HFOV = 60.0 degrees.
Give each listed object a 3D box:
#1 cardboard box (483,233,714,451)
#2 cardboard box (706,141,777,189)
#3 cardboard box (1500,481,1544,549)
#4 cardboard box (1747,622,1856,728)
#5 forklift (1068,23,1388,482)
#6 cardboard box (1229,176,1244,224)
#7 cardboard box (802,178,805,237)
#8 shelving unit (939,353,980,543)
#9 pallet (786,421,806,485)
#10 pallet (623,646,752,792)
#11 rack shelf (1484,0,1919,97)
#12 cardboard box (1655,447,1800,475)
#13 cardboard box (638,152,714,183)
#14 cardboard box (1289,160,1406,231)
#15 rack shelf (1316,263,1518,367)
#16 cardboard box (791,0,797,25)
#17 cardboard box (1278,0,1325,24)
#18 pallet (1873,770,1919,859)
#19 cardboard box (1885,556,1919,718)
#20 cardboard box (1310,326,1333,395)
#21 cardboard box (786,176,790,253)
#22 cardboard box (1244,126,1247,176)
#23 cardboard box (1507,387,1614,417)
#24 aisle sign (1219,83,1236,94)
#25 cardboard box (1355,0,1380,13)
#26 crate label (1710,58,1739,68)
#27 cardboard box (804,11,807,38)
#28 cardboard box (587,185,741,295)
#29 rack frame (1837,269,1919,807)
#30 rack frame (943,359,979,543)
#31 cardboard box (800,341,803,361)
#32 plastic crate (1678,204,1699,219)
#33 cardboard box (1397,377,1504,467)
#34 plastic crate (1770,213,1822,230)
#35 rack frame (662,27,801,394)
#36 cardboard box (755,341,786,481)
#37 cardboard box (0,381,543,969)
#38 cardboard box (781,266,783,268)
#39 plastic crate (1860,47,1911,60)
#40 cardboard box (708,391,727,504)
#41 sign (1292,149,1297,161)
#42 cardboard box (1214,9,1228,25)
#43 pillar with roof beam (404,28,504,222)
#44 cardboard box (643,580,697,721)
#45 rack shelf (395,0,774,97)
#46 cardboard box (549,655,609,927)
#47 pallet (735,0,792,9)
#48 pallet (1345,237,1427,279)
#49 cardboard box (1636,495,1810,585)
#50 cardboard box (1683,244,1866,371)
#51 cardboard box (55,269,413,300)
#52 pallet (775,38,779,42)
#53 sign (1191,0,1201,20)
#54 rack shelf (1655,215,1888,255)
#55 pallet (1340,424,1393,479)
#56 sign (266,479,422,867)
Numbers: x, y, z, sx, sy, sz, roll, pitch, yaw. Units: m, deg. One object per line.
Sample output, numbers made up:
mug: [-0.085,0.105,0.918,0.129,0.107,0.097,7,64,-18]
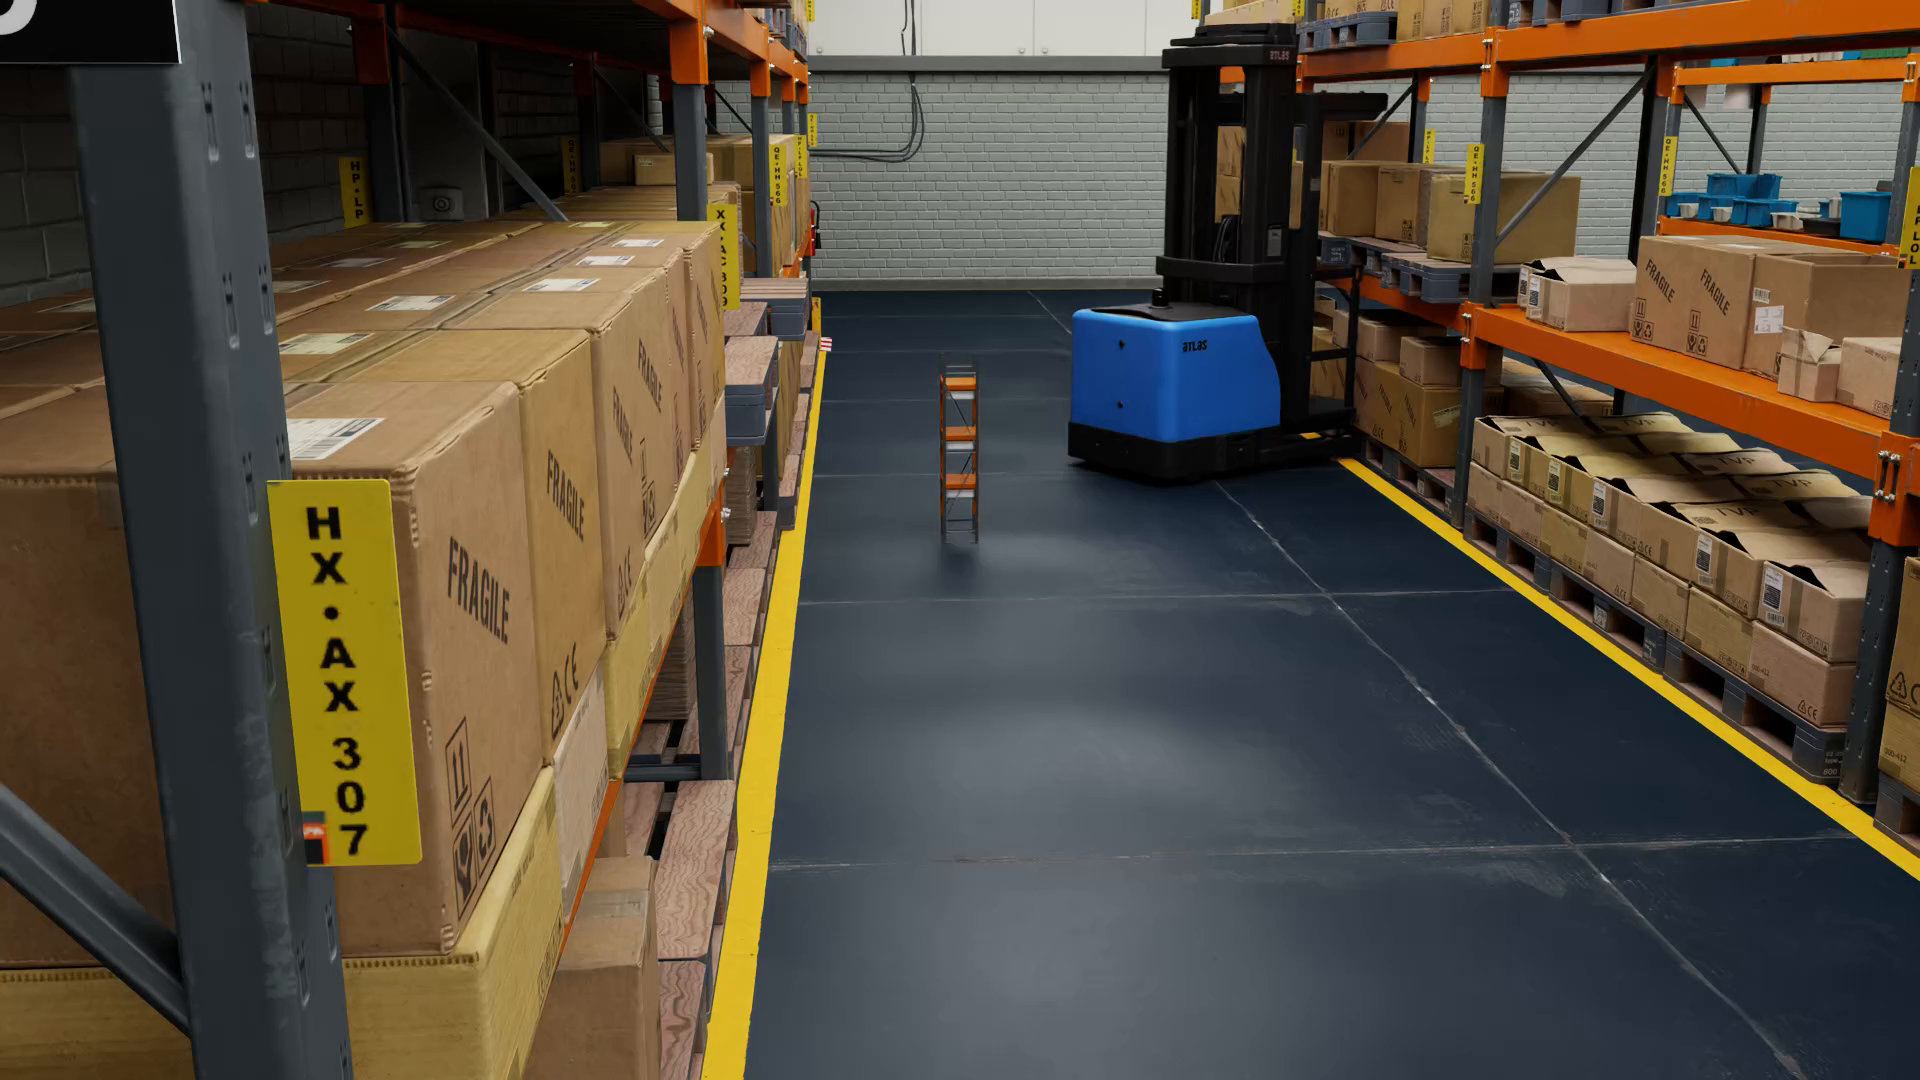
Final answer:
cardboard box: [-0.911,-0.519,4.281,0.500,0.500,0.500,-1,14,-4]
cardboard box: [-1.306,-2.140,9.482,0.500,0.250,0.500,-1,14,-2]
cardboard box: [3.181,-0.140,8.727,0.500,0.250,0.500,-1,14,-5]
cardboard box: [3.343,0.496,6.254,0.500,0.250,0.500,-1,14,-4]
forklift: [2.231,-2.068,11.683,3.031,2.935,1.130,-11,18,-35]
cardboard box: [2.774,-3.074,15.255,0.500,0.500,0.500,-1,14,-3]
cardboard box: [-1.894,-3.089,14.909,0.980,0.700,0.700,-2,15,-6]
shelving unit: [-0.003,-0.522,9.447,0.215,1.050,0.252,-1,14,-3]
pallet: [-1.580,-0.600,11.436,1.003,0.211,1.213,-1,14,-3]
pallet: [-1.336,0.701,6.379,1.003,0.211,1.213,-1,14,-3]
rack shelf: [3.534,-2.135,7.229,1.077,0.370,4.000,-1,14,-3]
cardboard box: [3.755,-0.290,8.185,0.500,0.311,0.500,-1,14,-4]
cardboard box: [-1.483,-1.941,8.666,0.380,0.149,0.250,-3,15,-11]
cardboard box: [2.968,-2.654,12.777,0.700,0.500,0.500,-6,16,-22]
rack shelf: [3.286,-1.677,11.469,1.077,0.370,4.000,-1,14,-3]
cardboard box: [-1.561,-4.253,13.276,0.500,0.250,0.500,-1,14,-4]
cardboard box: [2.861,-4.262,13.349,0.500,0.250,0.500,-1,14,-3]
pallet: [3.665,1.015,5.156,1.003,0.211,1.213,-1,14,-3]
cardboard box: [3.374,0.352,5.310,0.500,0.500,0.500,-1,14,-3]
cardboard box: [2.949,-1.401,13.087,0.500,0.500,0.500,-2,15,-6]
cardboard box: [-1.401,-2.161,11.068,0.500,0.500,0.500,0,14,-2]
cardboard box: [2.807,-3.430,14.631,0.500,0.500,0.500,-1,14,-3]
cardboard box: [3.667,-0.648,10.160,0.500,0.500,0.500,0,14,-1]
aisle sign: [2.617,-4.789,16.904,0.394,0.787,0.004,-1,14,-3]
cardboard box: [3.184,-3.984,11.726,0.600,0.600,0.600,-1,14,-4]
crate label: [7.593,-4.740,16.206,0.408,0.251,0.502,-1,14,-3]
cardboard box: [-1.719,-4.894,15.767,0.500,0.250,0.500,0,14,-2]
cardboard box: [-1.433,-1.457,8.086,0.700,0.500,0.500,-2,15,-9]
rack frame: [3.658,-0.533,5.580,1.000,3.000,0.127,-1,14,-3]
rack frame: [0.004,-0.491,9.329,0.200,1.050,0.008,-1,14,-3]
cardboard box: [-1.783,-1.879,14.982,0.700,0.500,0.500,-1,14,-2]
plastic crate: [7.482,-3.347,16.925,0.250,0.136,0.298,-1,14,-3]
cardboard box: [3.118,-0.760,10.593,0.500,0.500,0.500,0,14,-1]
plastic crate: [7.698,-2.928,15.297,0.293,0.136,0.466,-1,14,-3]
rack frame: [-1.782,-2.446,13.012,1.000,3.000,0.127,-1,14,-3]
cardboard box: [-1.448,-0.798,10.080,0.750,0.750,0.750,-1,14,-4]
cardboard box: [-0.768,0.115,1.815,0.500,0.500,0.500,-1,14,-3]
cardboard box: [-1.444,-2.000,11.743,0.380,0.149,0.250,-1,14,-3]
plastic crate: [7.778,-4.049,13.650,0.450,0.188,0.662,-1,14,-3]
cardboard box: [-0.954,-0.280,4.856,0.500,0.250,0.500,-1,14,-3]
sign: [2.621,-2.932,13.165,0.100,0.325,0.005,-1,14,-3]
cardboard box: [2.710,-4.884,15.766,0.500,0.250,0.500,-1,14,-3]
pillar with roof beam: [1.980,-4.086,7.348,9.100,9.000,0.400,-1,14,-3]
cardboard box: [-1.348,0.359,6.246,0.700,0.500,0.500,0,14,-2]
rack shelf: [-1.410,-2.058,6.928,1.077,0.370,4.000,-1,14,-3]
cardboard box: [-0.798,0.346,2.421,0.500,0.250,0.500,-1,14,-5]
pallet: [-1.285,-2.231,6.534,1.213,0.211,1.003,-1,14,-3]
pallet: [3.285,-1.919,11.350,1.003,0.211,1.213,-1,14,-3]
cardboard box: [3.280,-0.027,7.160,0.500,0.311,0.500,-1,14,-4]
cardboard box: [3.563,-1.029,7.304,0.500,0.500,0.500,-1,14,-3]
cardboard box: [-1.368,-0.255,3.252,0.500,0.500,0.500,-1,14,-3]
pallet: [-1.699,-3.249,10.495,1.003,0.211,1.213,0,14,-1]
sign: [2.373,-5.385,16.664,0.100,0.325,0.005,-1,14,-3]
rack shelf: [7.982,-2.748,15.629,1.077,0.370,4.000,-1,14,-3]
pallet: [3.329,-0.667,11.694,1.003,0.211,1.213,-1,14,-3]
sign: [-0.497,0.111,1.338,0.100,0.325,0.005,-1,14,-3]
